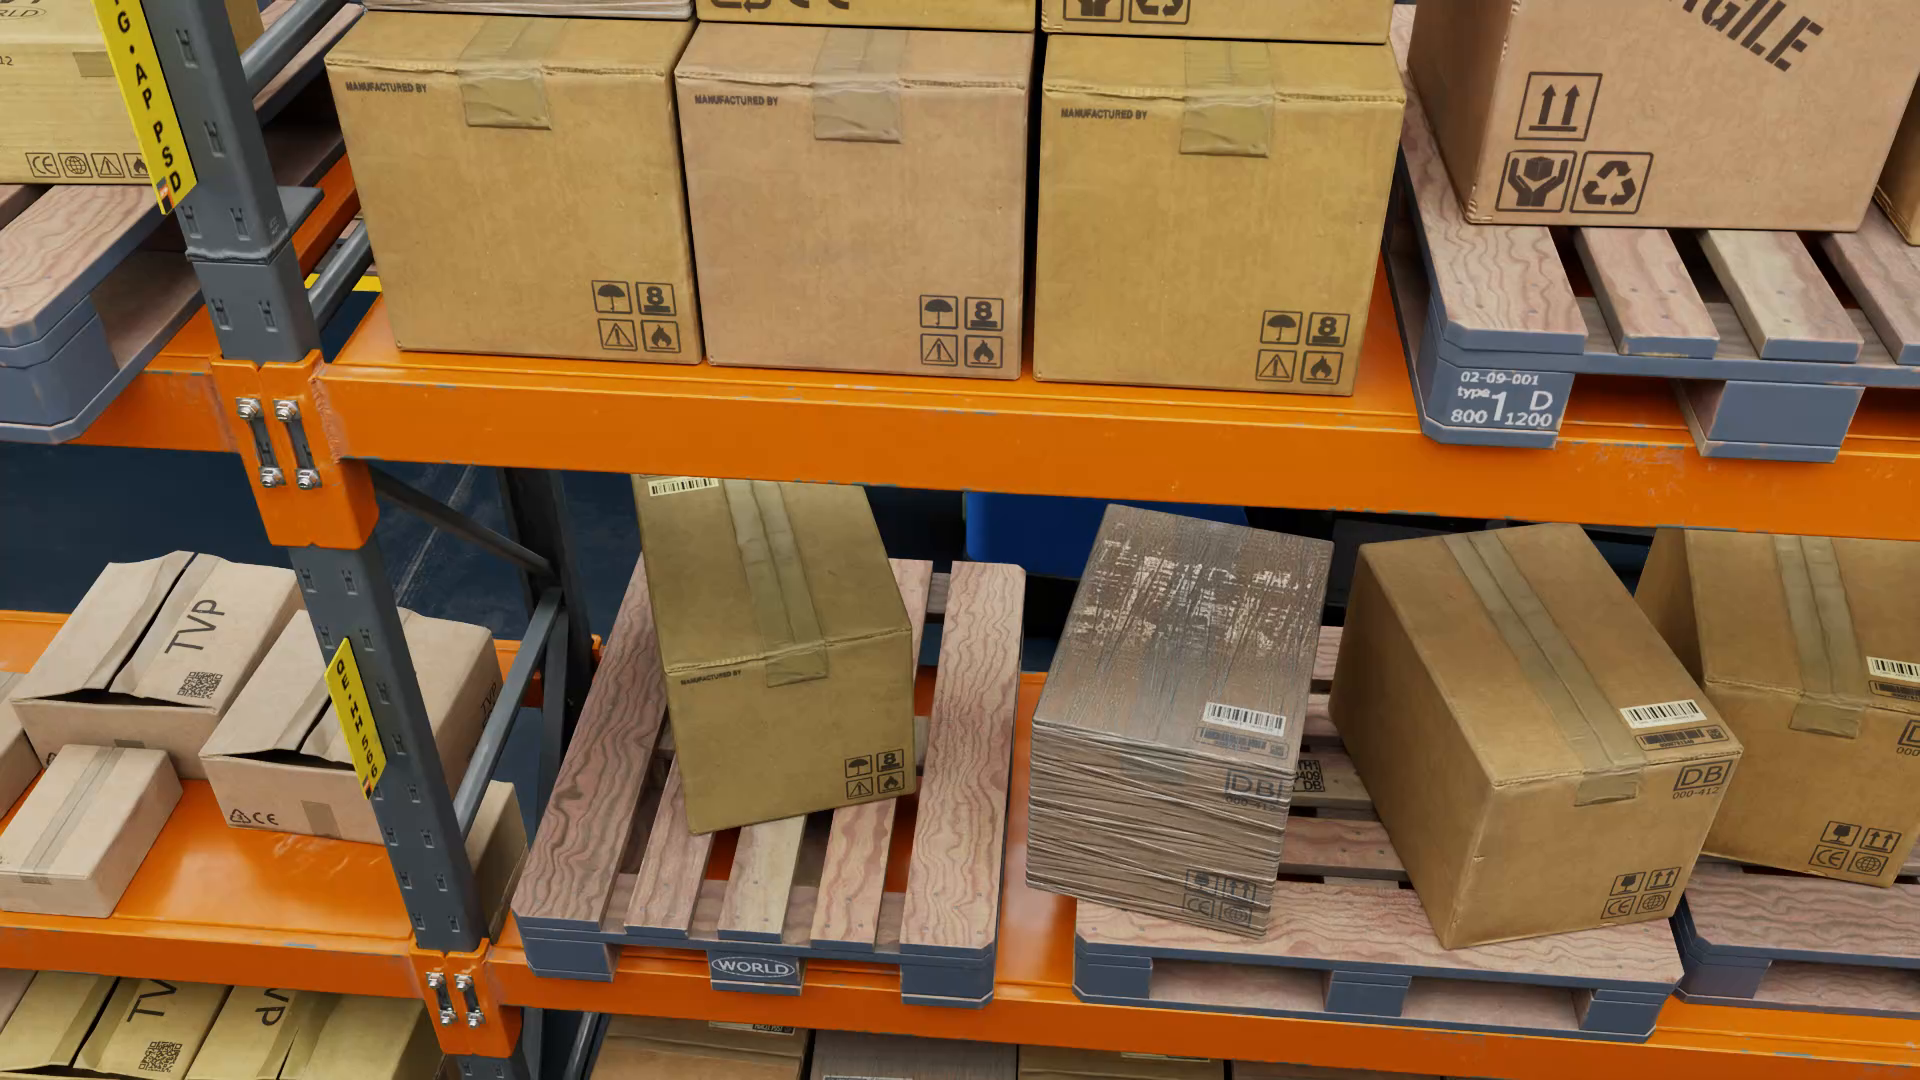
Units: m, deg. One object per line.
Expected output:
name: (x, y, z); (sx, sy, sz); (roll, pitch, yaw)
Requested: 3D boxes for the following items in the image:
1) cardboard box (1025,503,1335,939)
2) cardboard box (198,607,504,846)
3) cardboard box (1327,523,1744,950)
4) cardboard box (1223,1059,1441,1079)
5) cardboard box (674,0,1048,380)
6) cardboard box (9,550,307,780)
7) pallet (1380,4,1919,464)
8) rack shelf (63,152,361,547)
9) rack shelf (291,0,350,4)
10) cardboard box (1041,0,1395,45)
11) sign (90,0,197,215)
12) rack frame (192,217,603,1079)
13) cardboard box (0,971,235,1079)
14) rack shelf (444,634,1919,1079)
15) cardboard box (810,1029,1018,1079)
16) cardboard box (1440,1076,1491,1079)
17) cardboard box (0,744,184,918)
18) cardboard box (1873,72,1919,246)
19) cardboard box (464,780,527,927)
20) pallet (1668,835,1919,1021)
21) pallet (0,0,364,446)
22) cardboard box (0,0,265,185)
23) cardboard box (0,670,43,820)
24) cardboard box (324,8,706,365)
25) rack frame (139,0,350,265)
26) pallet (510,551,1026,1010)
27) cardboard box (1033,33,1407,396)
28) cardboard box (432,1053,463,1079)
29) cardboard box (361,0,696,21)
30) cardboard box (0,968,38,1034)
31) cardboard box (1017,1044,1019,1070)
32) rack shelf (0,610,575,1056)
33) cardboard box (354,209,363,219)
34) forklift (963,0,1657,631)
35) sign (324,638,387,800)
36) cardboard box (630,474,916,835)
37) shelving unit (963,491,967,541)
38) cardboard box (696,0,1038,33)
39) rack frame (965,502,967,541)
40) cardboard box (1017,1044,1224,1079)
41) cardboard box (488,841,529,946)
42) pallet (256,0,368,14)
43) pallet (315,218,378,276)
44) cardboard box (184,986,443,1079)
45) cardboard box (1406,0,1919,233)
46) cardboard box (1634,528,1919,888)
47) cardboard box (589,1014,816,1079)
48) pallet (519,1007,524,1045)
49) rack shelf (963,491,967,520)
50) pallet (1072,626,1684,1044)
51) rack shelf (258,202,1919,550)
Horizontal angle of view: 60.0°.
cardboard box: (0.470, 0.363, 3.516); (0.500, 0.500, 0.700); (10, 40, 12)
cardboard box: (-1.420, 0.419, 3.930); (0.500, 0.311, 0.500); (5, 39, 7)
cardboard box: (1.158, 0.390, 3.483); (0.500, 0.500, 0.700); (-6, 40, -8)
cardboard box: (0.909, 1.515, 4.144); (0.500, 0.500, 0.500); (2, 39, 2)
cardboard box: (-0.116, -0.740, 2.828); (0.500, 0.500, 0.910); (3, 39, 4)
cardboard box: (-1.936, 0.295, 4.081); (0.500, 0.311, 0.500); (3, 39, 3)
pallet: (1.246, -0.575, 2.853); (1.003, 0.211, 1.213); (3, 39, 4)
rack shelf: (-3.054, -0.562, 3.258); (4.000, 0.370, 1.077); (3, 39, 4)
rack shelf: (-2.630, -2.514, 8.033); (4.000, 0.370, 1.077); (3, 39, 4)
cardboard box: (0.389, -1.075, 2.447); (0.500, 0.500, 0.500); (3, 39, 4)
sign: (-1.118, -0.615, 2.280); (0.005, 0.325, 0.100); (3, 39, 4)
rack frame: (-1.061, 0.431, 3.844); (0.127, 3.000, 1.000); (3, 39, 4)
cardboard box: (-2.123, 1.220, 4.277); (0.500, 0.311, 0.500); (3, 39, 3)
rack shelf: (0.931, 0.819, 3.937); (4.000, 0.370, 1.077); (3, 39, 4)
cardboard box: (-0.111, 1.460, 4.212); (0.500, 0.500, 0.500); (2, 39, 2)
cardboard box: (1.416, 1.542, 4.111); (0.500, 0.500, 0.500); (4, 39, 4)
cardboard box: (-1.981, 0.654, 3.770); (0.250, 0.149, 0.380); (3, 39, 4)
cardboard box: (1.760, -0.850, 2.551); (0.600, 0.600, 0.600); (3, 39, 3)
cardboard box: (-1.558, 0.904, 4.664); (0.500, 0.311, 0.500); (4, 39, 5)
pallet: (2.137, 0.612, 3.775); (1.213, 0.211, 1.003); (3, 39, 4)
pallet: (-1.745, -0.639, 2.933); (1.003, 0.211, 1.213); (5, 39, 6)
cardboard box: (-1.518, -0.826, 2.799); (0.500, 0.250, 0.500); (0, 39, 1)
cardboard box: (-2.337, 0.495, 3.965); (0.250, 0.149, 0.380); (6, 40, 7)
cardboard box: (-0.624, -0.768, 2.862); (0.500, 0.500, 0.910); (3, 39, 4)
rack frame: (-1.061, -1.895, 1.950); (0.127, 3.000, 1.000); (3, 39, 4)
pallet: (-0.380, 0.499, 3.913); (1.003, 0.211, 1.213); (3, 39, 4)
cardboard box: (0.402, -0.712, 2.793); (0.500, 0.500, 0.910); (3, 39, 4)
cardboard box: (-1.607, 1.460, 4.426); (0.500, 0.250, 0.500); (4, 39, 5)
cardboard box: (-0.627, -1.131, 2.516); (0.500, 0.500, 0.500); (3, 39, 4)
cardboard box: (-2.626, 1.190, 4.313); (0.500, 0.311, 0.500); (3, 39, 4)
cardboard box: (0.406, 1.162, 4.578); (0.500, 0.500, 0.500); (2, 39, 2)
rack shelf: (-3.054, 0.601, 4.205); (4.000, 0.370, 1.077); (3, 39, 4)
cardboard box: (-2.864, -2.024, 8.492); (0.500, 0.500, 0.700); (4, 39, 4)
forklift: (1.579, -0.943, 5.587); (3.031, 2.935, 1.130); (7, 40, 8)
sign: (-1.106, 0.332, 3.049); (0.005, 0.325, 0.100); (3, 39, 4)
cardboard box: (-0.424, 0.193, 3.725); (0.500, 0.500, 0.700); (-9, 40, -11)
shelving unit: (-0.290, -0.643, 6.352); (0.755, 1.500, 0.431); (7, 40, 8)
cardboard box: (-0.119, -1.103, 2.482); (0.500, 0.500, 0.500); (3, 39, 4)
rack frame: (0.069, -0.599, 6.298); (0.023, 1.500, 0.400); (7, 40, 8)
cardboard box: (0.389, 1.490, 4.175); (0.500, 0.500, 0.500); (3, 39, 3)
cardboard box: (-1.558, 1.122, 4.841); (0.500, 0.250, 0.500); (3, 39, 4)
pallet: (-2.614, -2.692, 7.833); (1.213, 0.211, 1.003); (3, 39, 4)
pallet: (-2.628, -1.714, 8.689); (1.213, 0.211, 1.003); (3, 39, 4)
cardboard box: (-1.605, 1.244, 4.247); (0.500, 0.311, 0.500); (4, 39, 5)
cardboard box: (1.099, -0.899, 2.611); (0.600, 0.600, 0.600); (2, 39, 2)
cardboard box: (1.780, 0.284, 3.614); (0.500, 0.500, 0.700); (9, 40, 11)
cardboard box: (-0.633, 1.435, 4.243); (0.500, 0.500, 0.500); (5, 39, 6)
pallet: (-1.878, 1.444, 4.809); (1.213, 0.211, 1.003); (3, 39, 4)
rack shelf: (-0.290, -0.390, 6.557); (0.720, 0.370, 0.431); (7, 40, 8)
pallet: (0.876, 0.609, 3.778); (1.213, 0.211, 1.003); (3, 39, 4)
rack shelf: (0.931, -0.344, 2.990); (4.000, 0.370, 1.077); (3, 39, 4)
